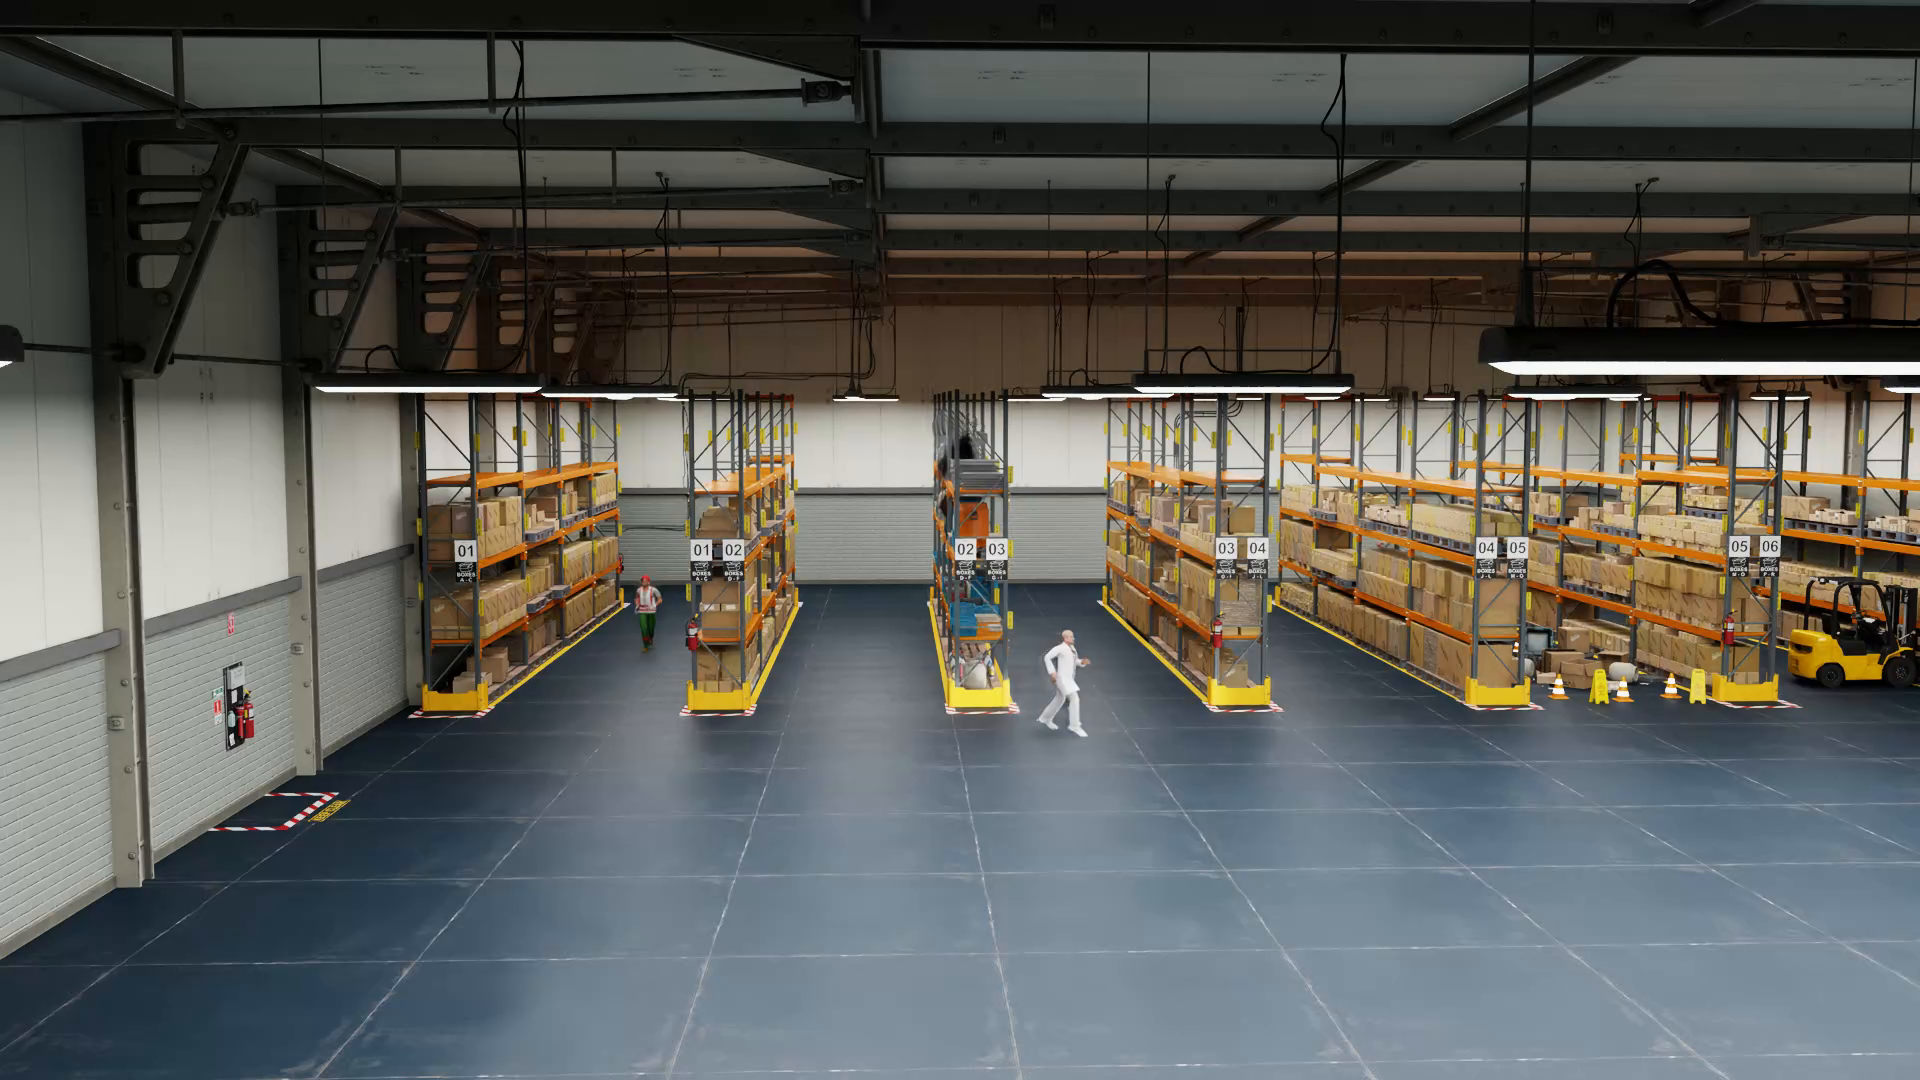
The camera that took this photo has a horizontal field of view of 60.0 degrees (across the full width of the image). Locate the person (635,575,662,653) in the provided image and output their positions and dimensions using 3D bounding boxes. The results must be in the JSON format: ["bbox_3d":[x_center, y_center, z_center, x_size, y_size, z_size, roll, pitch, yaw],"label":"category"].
[{"bbox_3d":[-7.246,1.701,38.599,0.648,1.777,0.796,0,5,1],"label":"person"}]

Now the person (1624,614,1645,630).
[{"bbox_3d":[16.935,1.448,41.628,0.646,1.847,0.796,-1,5,-10],"label":"person"}]

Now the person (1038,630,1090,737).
[{"bbox_3d":[1.801,2.470,28.857,0.955,1.835,0.672,2,5,21],"label":"person"}]

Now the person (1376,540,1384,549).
[{"bbox_3d":[12.526,0.828,49.447,0.789,1.679,0.687,-1,5,-10],"label":"person"}]
